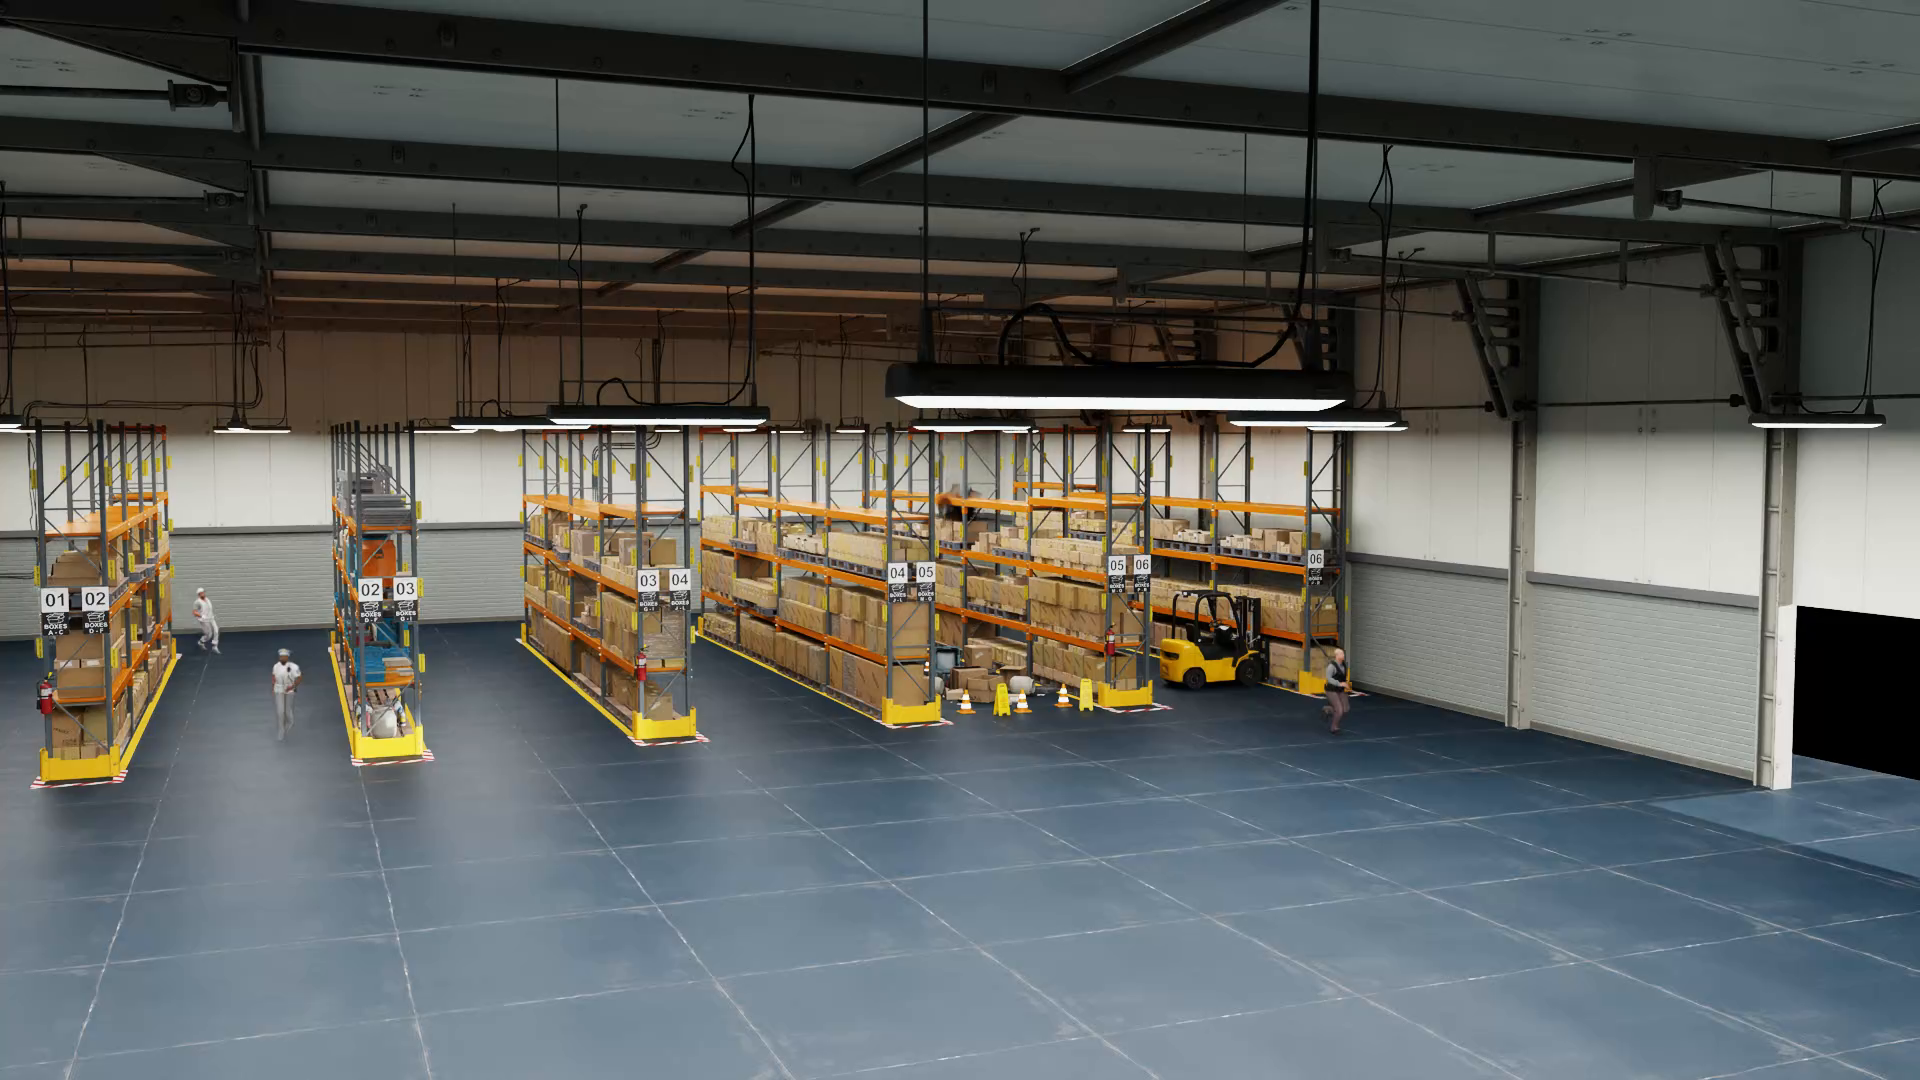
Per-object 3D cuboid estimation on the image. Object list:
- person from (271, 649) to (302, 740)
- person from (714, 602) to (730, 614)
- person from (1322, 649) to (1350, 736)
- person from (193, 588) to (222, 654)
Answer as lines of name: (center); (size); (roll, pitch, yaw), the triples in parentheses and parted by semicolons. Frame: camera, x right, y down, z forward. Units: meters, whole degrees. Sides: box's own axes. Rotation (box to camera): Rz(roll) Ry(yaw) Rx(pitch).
person: (-12.777, 2.888, 31.549); (0.577, 1.683, 0.890); (-1, 4, -11)
person: (-7.047, 1.787, 49.557); (0.868, 1.684, 0.734); (0, 4, -3)
person: (7.220, 2.913, 31.870); (0.675, 1.675, 0.696); (3, 5, 44)
person: (-19.781, 2.134, 43.628); (0.752, 1.763, 0.718); (1, 4, 18)
